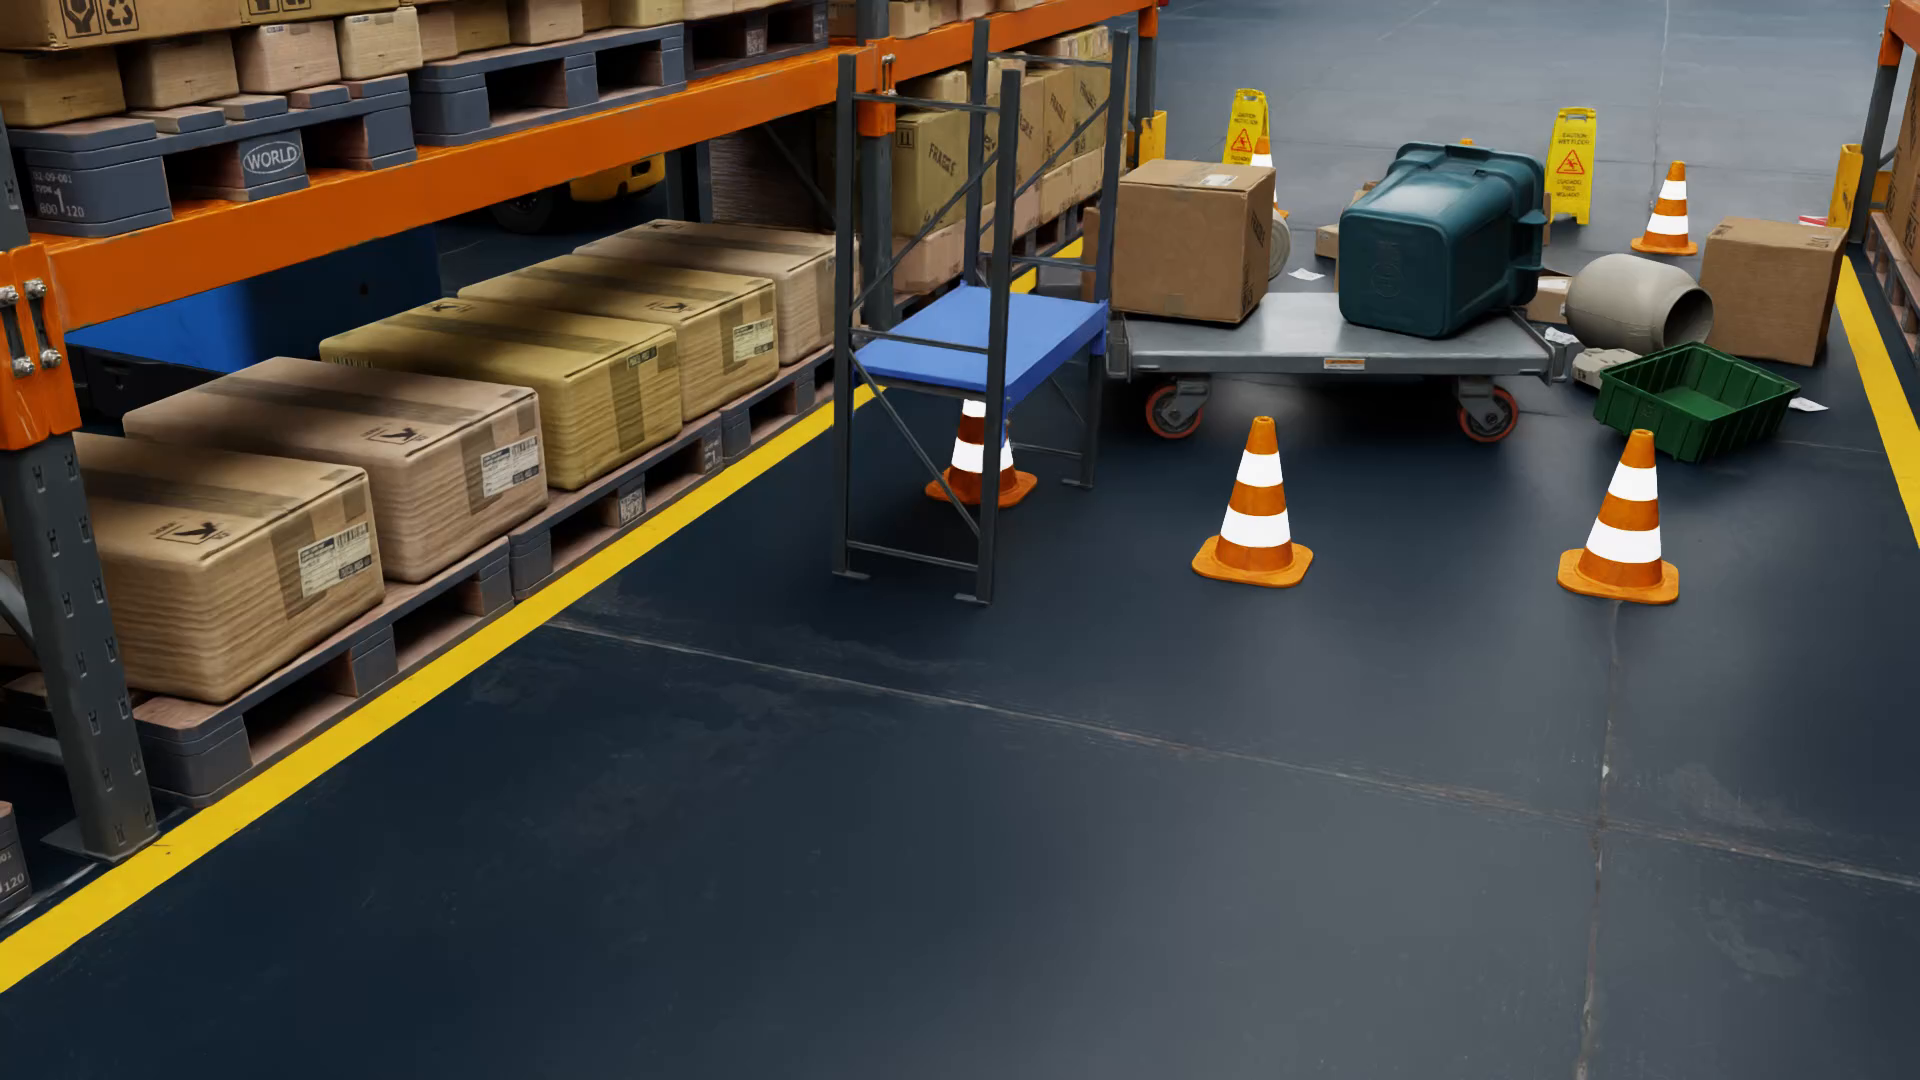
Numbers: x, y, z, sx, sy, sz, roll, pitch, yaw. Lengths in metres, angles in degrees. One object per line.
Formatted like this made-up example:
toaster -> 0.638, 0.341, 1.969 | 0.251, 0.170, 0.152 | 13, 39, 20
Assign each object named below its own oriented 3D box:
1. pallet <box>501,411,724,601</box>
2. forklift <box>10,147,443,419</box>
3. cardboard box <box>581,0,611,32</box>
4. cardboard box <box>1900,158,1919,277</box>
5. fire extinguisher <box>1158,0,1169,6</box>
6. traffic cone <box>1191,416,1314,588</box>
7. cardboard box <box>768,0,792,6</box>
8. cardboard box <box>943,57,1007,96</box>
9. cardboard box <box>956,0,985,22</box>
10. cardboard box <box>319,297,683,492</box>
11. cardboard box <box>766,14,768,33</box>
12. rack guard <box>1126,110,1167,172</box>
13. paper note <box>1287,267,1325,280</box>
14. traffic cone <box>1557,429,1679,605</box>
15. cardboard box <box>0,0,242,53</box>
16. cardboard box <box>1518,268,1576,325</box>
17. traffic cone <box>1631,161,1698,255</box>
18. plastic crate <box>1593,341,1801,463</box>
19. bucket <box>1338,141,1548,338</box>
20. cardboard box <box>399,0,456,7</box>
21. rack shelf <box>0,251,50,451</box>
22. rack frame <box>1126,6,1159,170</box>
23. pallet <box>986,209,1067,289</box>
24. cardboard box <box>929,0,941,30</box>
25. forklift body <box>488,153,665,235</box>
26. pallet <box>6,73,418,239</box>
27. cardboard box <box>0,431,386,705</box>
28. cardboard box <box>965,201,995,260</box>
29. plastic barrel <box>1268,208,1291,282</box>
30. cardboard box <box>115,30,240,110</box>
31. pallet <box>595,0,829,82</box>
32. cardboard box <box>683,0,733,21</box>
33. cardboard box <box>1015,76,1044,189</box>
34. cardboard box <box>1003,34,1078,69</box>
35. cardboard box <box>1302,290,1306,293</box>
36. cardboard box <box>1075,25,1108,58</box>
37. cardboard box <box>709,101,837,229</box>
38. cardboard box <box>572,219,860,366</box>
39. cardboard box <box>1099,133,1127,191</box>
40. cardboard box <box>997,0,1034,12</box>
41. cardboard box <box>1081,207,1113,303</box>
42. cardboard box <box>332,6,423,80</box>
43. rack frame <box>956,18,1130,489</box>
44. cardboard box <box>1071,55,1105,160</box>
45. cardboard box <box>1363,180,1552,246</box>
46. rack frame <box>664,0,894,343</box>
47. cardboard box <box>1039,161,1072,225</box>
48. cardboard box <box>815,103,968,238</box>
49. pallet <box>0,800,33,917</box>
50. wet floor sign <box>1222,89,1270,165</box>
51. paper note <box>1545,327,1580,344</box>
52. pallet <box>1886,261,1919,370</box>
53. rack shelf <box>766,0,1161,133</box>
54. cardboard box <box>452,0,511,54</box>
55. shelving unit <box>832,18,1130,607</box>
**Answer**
pallet -> -1.504, -0.203, 5.463 | 1.003, 0.211, 1.213 | 9, 24, 20
forklift -> -3.580, -2.074, 6.413 | 3.031, 2.935, 1.130 | 11, 25, 25
cardboard box -> -1.285, -1.618, 5.014 | 0.380, 0.149, 0.250 | 8, 24, 18
cardboard box -> 4.839, -1.612, 7.429 | 0.875, 0.875, 0.875 | 8, 24, 19
fire extinguisher -> 1.191, -3.577, 10.023 | 0.296, 0.674, 0.183 | 9, 24, 20
traffic cone -> 0.895, -0.145, 4.997 | 0.336, 0.463, 0.334 | 9, 24, 20
cardboard box -> -0.814, -1.969, 5.854 | 0.380, 0.149, 0.250 | 8, 24, 18
cardboard box -> -0.004, -2.170, 7.761 | 0.380, 0.149, 0.250 | 10, 25, 22
cardboard box -> -0.110, -2.438, 7.522 | 0.380, 0.149, 0.250 | 10, 25, 22
cardboard box -> -1.478, -0.493, 5.403 | 0.950, 0.372, 0.625 | 10, 25, 22
cardboard box -> -0.928, -2.250, 7.070 | 0.380, 0.149, 0.250 | 9, 24, 20
rack guard -> 0.693, -2.458, 10.485 | 1.175, 0.500, 0.348 | 9, 24, 20
paper note -> 1.763, -1.357, 8.474 | 0.148, 0.019, 0.142 | 19, 29, 38
traffic cone -> 1.968, -0.100, 4.889 | 0.336, 0.463, 0.334 | 9, 24, 20
cardboard box -> -1.869, -1.280, 3.363 | 0.500, 0.500, 0.500 | 8, 24, 19
cardboard box -> 2.797, -1.151, 7.662 | 0.396, 0.266, 0.258 | 13, 26, 29
traffic cone -> 3.839, -1.808, 8.979 | 0.336, 0.463, 0.334 | 9, 24, 20
plastic crate -> 2.717, -0.513, 6.160 | 0.662, 0.188, 0.450 | -17, 38, -35
bucket -> 1.779, -1.104, 6.276 | 0.726, 0.611, 0.620 | 19, 39, 38
cardboard box -> -1.490, -1.659, 4.269 | 0.500, 0.500, 0.500 | 9, 24, 21
rack shelf -> -2.993, 0.272, 1.640 | 1.077, 0.370, 4.000 | 9, 24, 20
rack frame -> 0.721, -3.638, 10.068 | 1.000, 3.000, 0.127 | 9, 24, 20
pallet -> -0.096, -1.604, 8.815 | 1.003, 0.211, 1.213 | 9, 24, 20
cardboard box -> -0.304, -2.255, 7.084 | 0.380, 0.149, 0.250 | 10, 24, 22
forklift body -> -2.899, -3.016, 9.680 | 2.313, 2.155, 1.214 | 9, 24, 20
pallet -> -2.085, -0.957, 3.899 | 1.213, 0.211, 1.003 | 9, 24, 20
cardboard box -> -2.031, 0.043, 4.121 | 0.950, 0.372, 0.625 | 7, 24, 16
cardboard box -> -0.107, -1.497, 7.965 | 0.500, 0.250, 0.500 | 10, 25, 23
plastic barrel -> 1.359, -1.494, 8.276 | 0.421, 0.421, 0.512 | -12, 25, -26
cardboard box -> -1.821, -1.039, 3.627 | 0.380, 0.149, 0.250 | 7, 24, 17
pallet -> -1.184, -1.866, 6.073 | 1.003, 0.211, 1.213 | 9, 24, 20
cardboard box -> -0.968, -1.780, 5.401 | 0.380, 0.149, 0.250 | 9, 24, 20
cardboard box -> 0.087, -2.029, 8.265 | 0.500, 0.500, 0.500 | 10, 25, 23
cardboard box -> 0.396, -2.560, 8.695 | 0.380, 0.149, 0.250 | 10, 25, 22
cardboard box -> 1.531, -0.929, 7.131 | 0.258, 0.266, 0.396 | -7, 24, -17
cardboard box -> 0.592, -2.744, 9.135 | 0.380, 0.149, 0.250 | 10, 24, 22
cardboard box -> -0.794, -1.728, 7.545 | 0.500, 0.500, 0.500 | 8, 24, 19
cardboard box -> -0.957, -1.000, 6.617 | 0.950, 0.372, 0.625 | 9, 24, 21
cardboard box -> 0.662, -2.227, 9.712 | 0.500, 0.250, 0.500 | 9, 24, 20
cardboard box -> 0.134, -2.614, 7.942 | 0.380, 0.149, 0.250 | 9, 24, 20
cardboard box -> 0.897, -1.243, 7.574 | 0.500, 0.500, 0.500 | -12, 25, -26
cardboard box -> -1.555, -1.226, 4.075 | 0.380, 0.149, 0.250 | 9, 24, 20
rack frame -> 0.252, -0.911, 5.458 | 0.500, 1.500, 0.032 | 11, 25, 18
cardboard box -> 0.475, -2.398, 9.149 | 0.500, 0.500, 0.500 | 10, 25, 22
cardboard box -> 2.419, -1.495, 8.177 | 0.797, 0.503, 0.637 | -7, 24, -17
rack frame -> -0.765, -2.207, 6.641 | 1.000, 3.000, 0.127 | 9, 24, 20
cardboard box -> 0.282, -1.863, 8.841 | 0.500, 0.250, 0.500 | 8, 24, 18
cardboard box -> -0.295, -1.650, 7.359 | 0.500, 0.500, 0.500 | 10, 25, 23
pallet -> -2.613, 0.783, 3.102 | 1.003, 0.211, 1.213 | 9, 24, 20
wet floor sign -> 1.785, -2.467, 10.318 | 0.267, 0.644, 0.232 | 19, 29, 38
paper note -> 2.674, -0.909, 7.396 | 0.172, 0.023, 0.155 | 19, 29, 38
pallet -> 4.675, -0.947, 7.242 | 1.003, 0.211, 1.213 | 9, 24, 20
rack shelf -> -0.022, -2.591, 8.493 | 1.077, 0.370, 4.000 | 9, 24, 20
cardboard box -> -1.469, -1.430, 4.563 | 0.380, 0.149, 0.250 | 10, 25, 22
shelving unit -> 0.070, -0.728, 5.020 | 0.538, 1.500, 1.048 | 11, 25, 18
